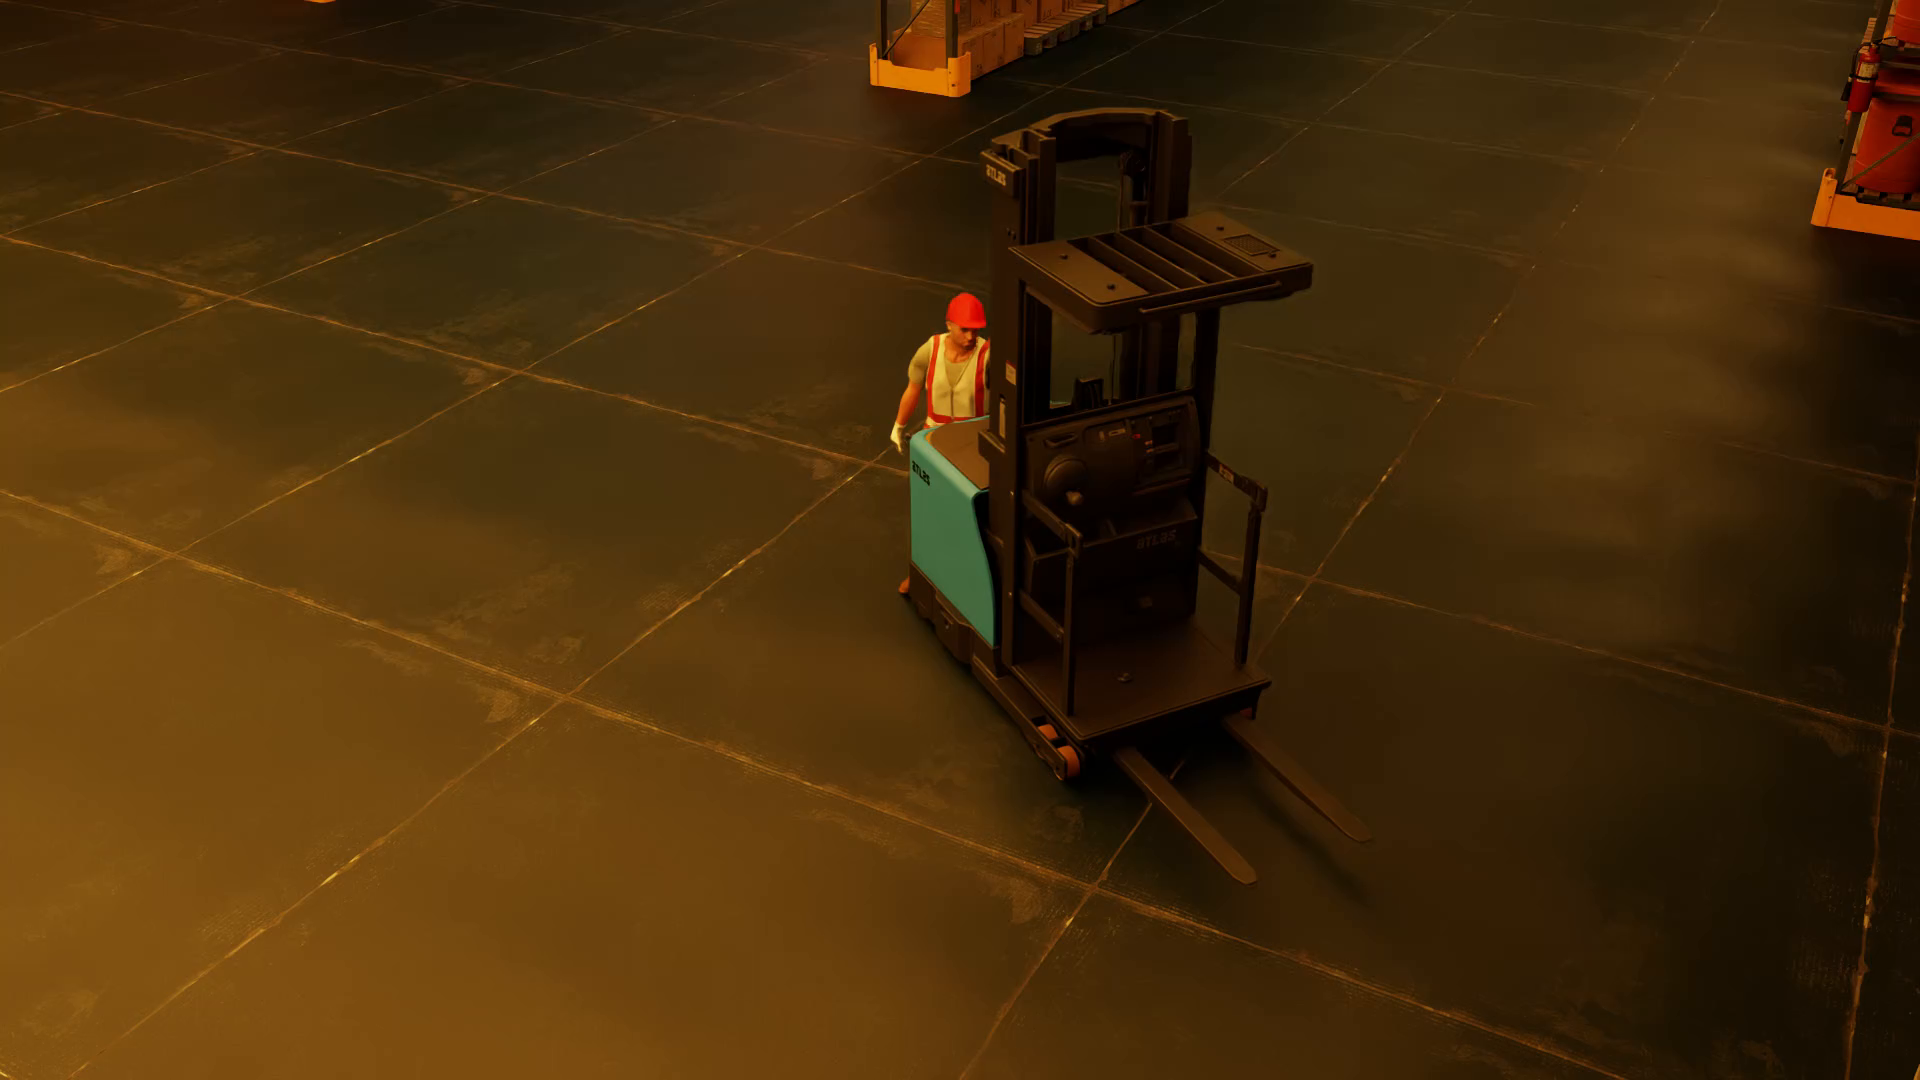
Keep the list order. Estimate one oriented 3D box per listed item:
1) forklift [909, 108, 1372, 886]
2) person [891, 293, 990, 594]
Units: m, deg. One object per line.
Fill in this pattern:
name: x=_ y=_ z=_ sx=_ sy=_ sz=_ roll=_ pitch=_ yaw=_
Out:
forklift: x=0.828 y=-0.367 z=7.707 sx=1.130 sy=2.935 sz=3.031 roll=-14 pitch=33 yaw=-23
person: x=-0.059 y=-0.509 z=9.165 sx=0.741 sy=1.735 sz=0.559 roll=7 pitch=31 yaw=11
